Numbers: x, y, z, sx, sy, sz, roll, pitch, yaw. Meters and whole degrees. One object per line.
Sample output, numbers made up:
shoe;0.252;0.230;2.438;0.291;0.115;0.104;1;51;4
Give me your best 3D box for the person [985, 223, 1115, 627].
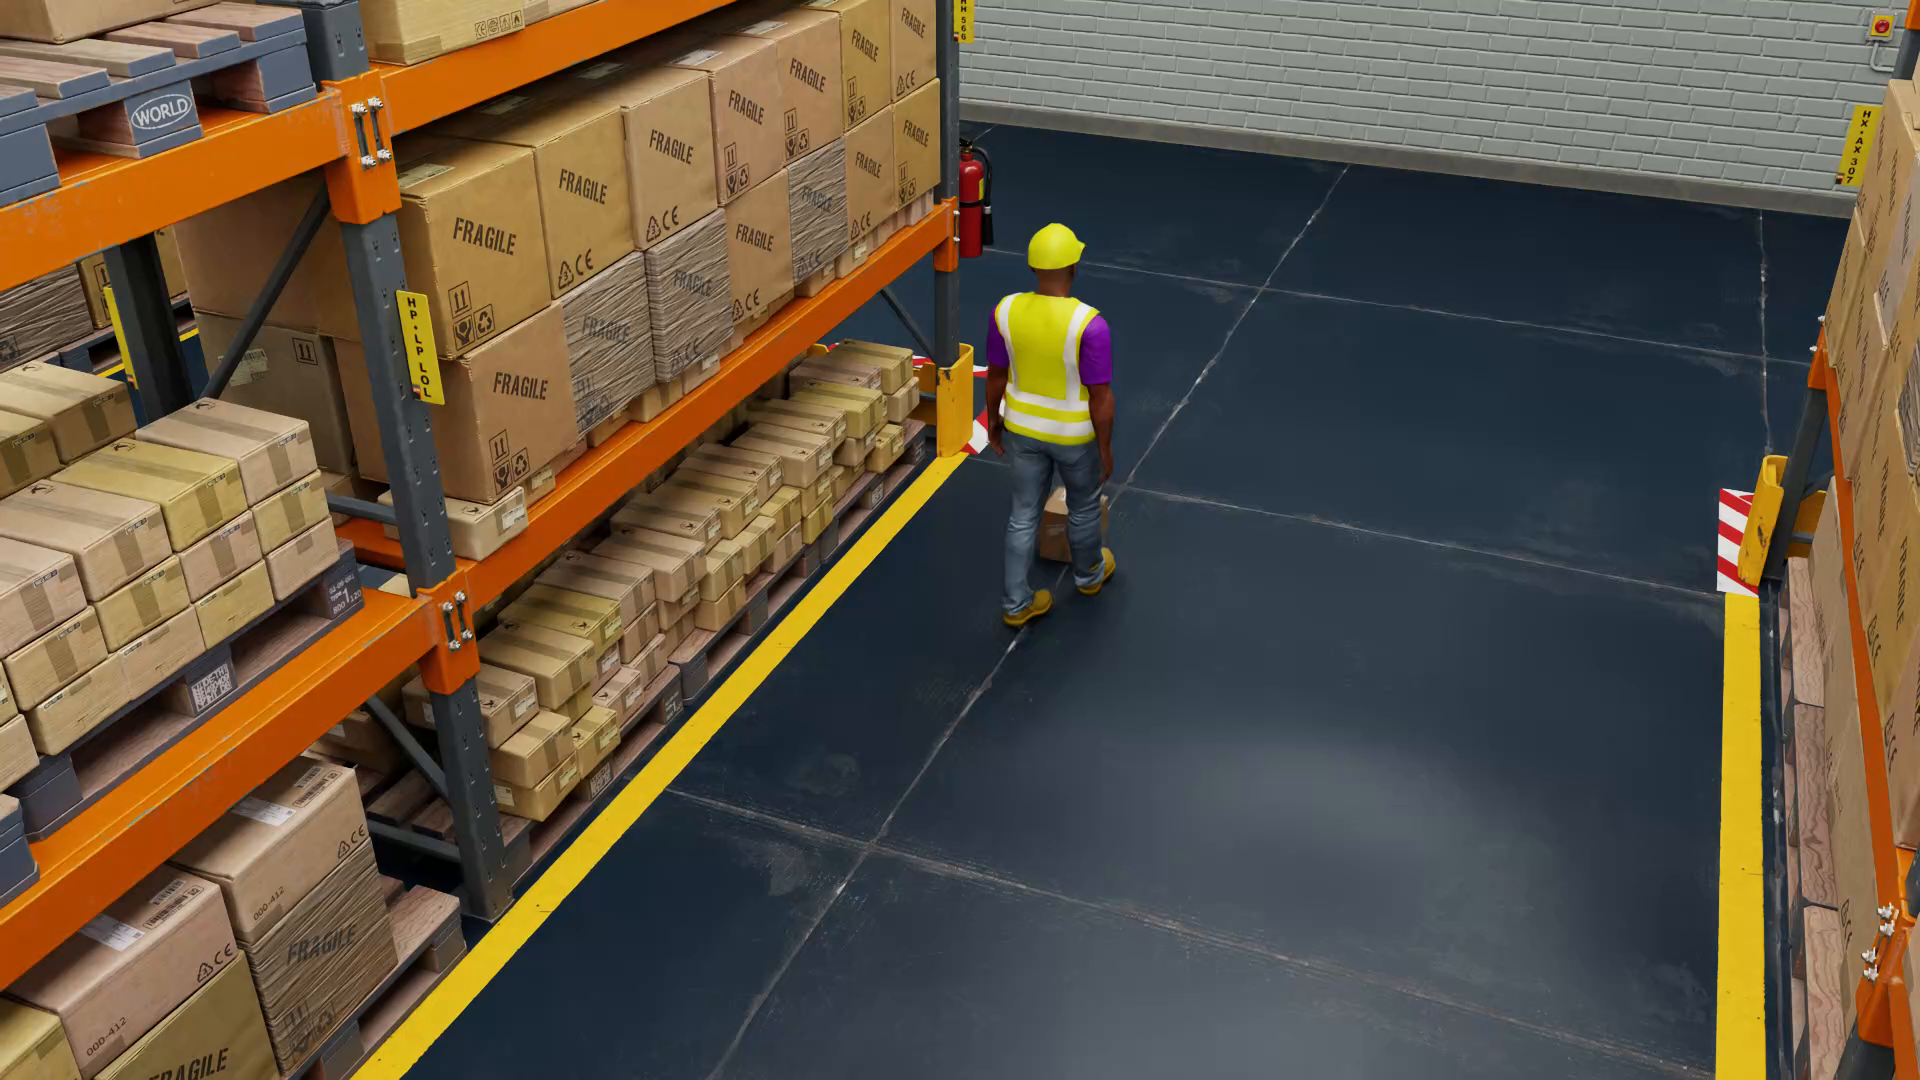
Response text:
person;0.427;-0.509;7.009;0.585;1.757;0.734;13;32;22
